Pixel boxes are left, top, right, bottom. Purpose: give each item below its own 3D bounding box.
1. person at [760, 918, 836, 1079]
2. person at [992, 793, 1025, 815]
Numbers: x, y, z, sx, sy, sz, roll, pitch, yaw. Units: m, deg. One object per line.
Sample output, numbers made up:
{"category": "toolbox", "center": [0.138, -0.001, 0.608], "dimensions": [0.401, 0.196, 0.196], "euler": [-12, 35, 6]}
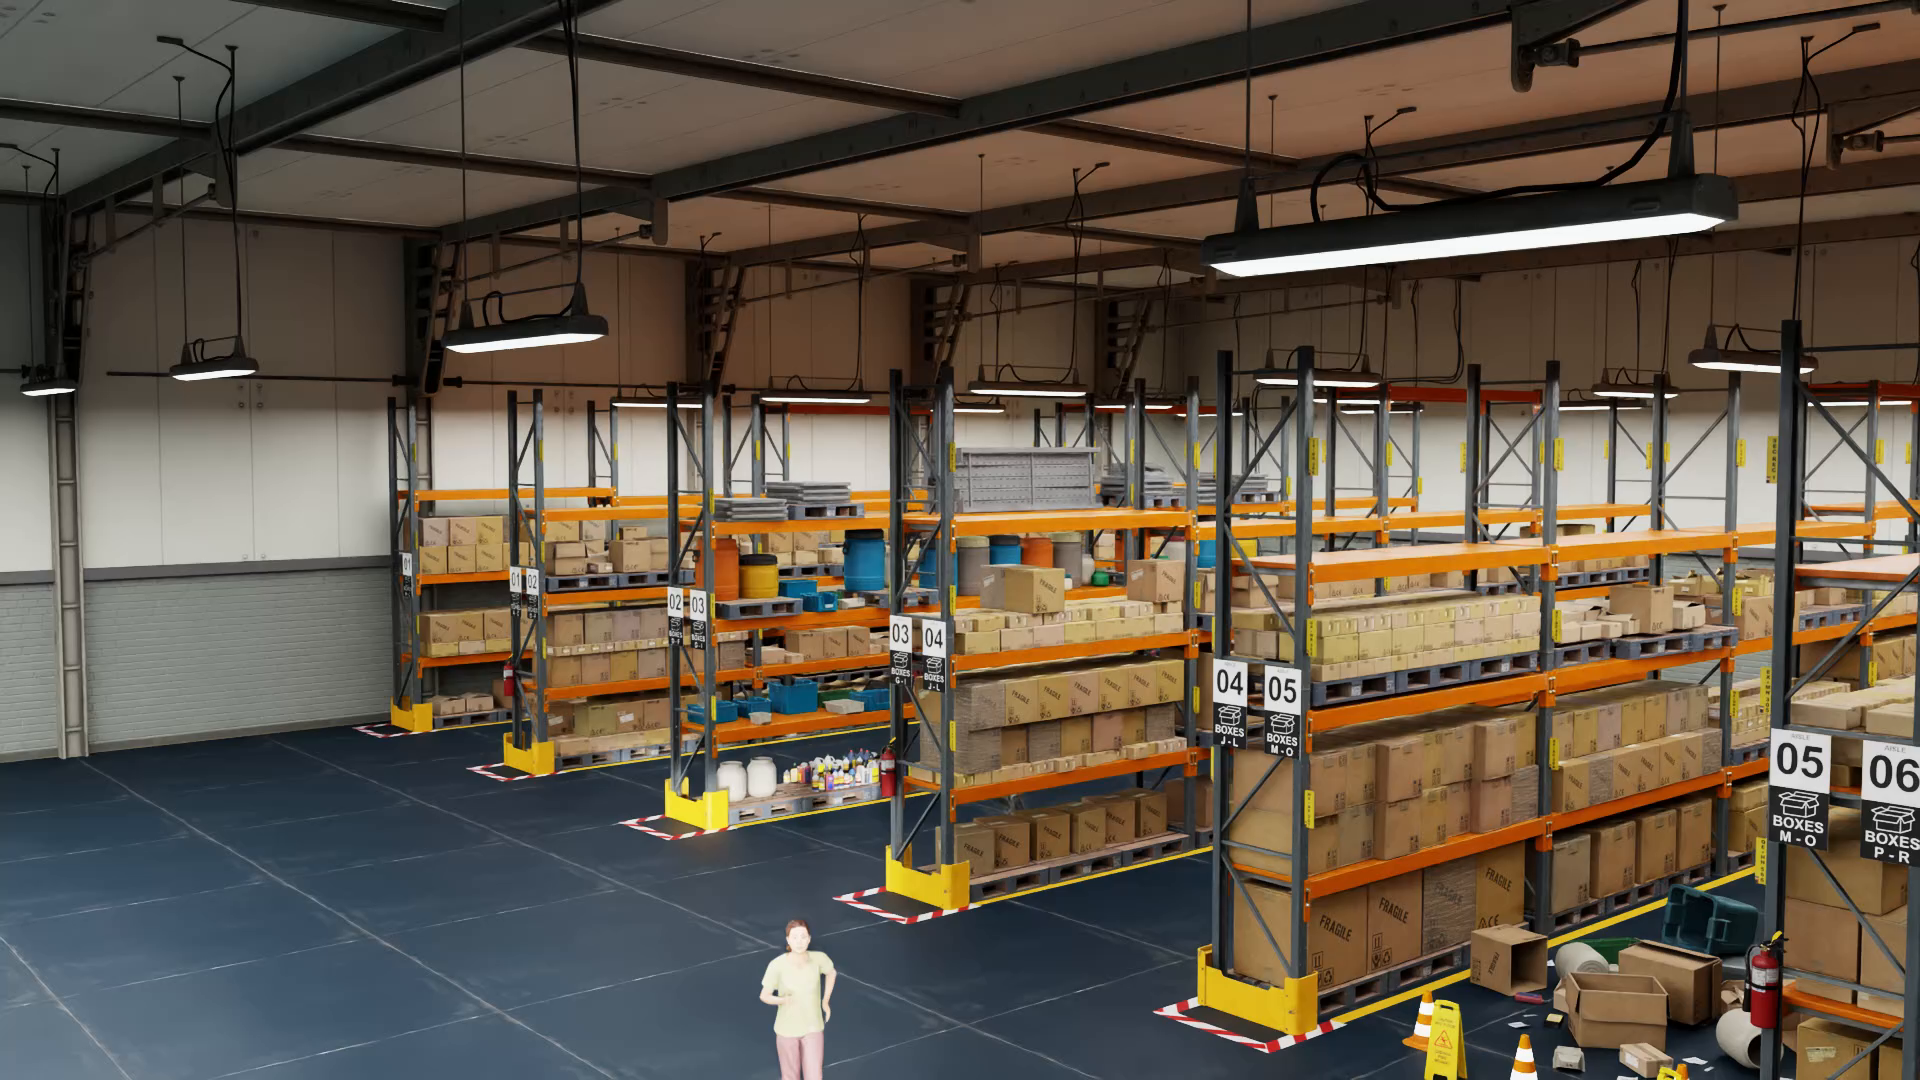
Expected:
{"category": "person", "center": [-1.172, 3.601, 12.107], "dimensions": [0.565, 1.703, 0.813], "euler": [0, 3, -7]}
{"category": "person", "center": [0.644, 2.994, 21.987], "dimensions": [0.670, 1.737, 0.624], "euler": [3, 4, 40]}
